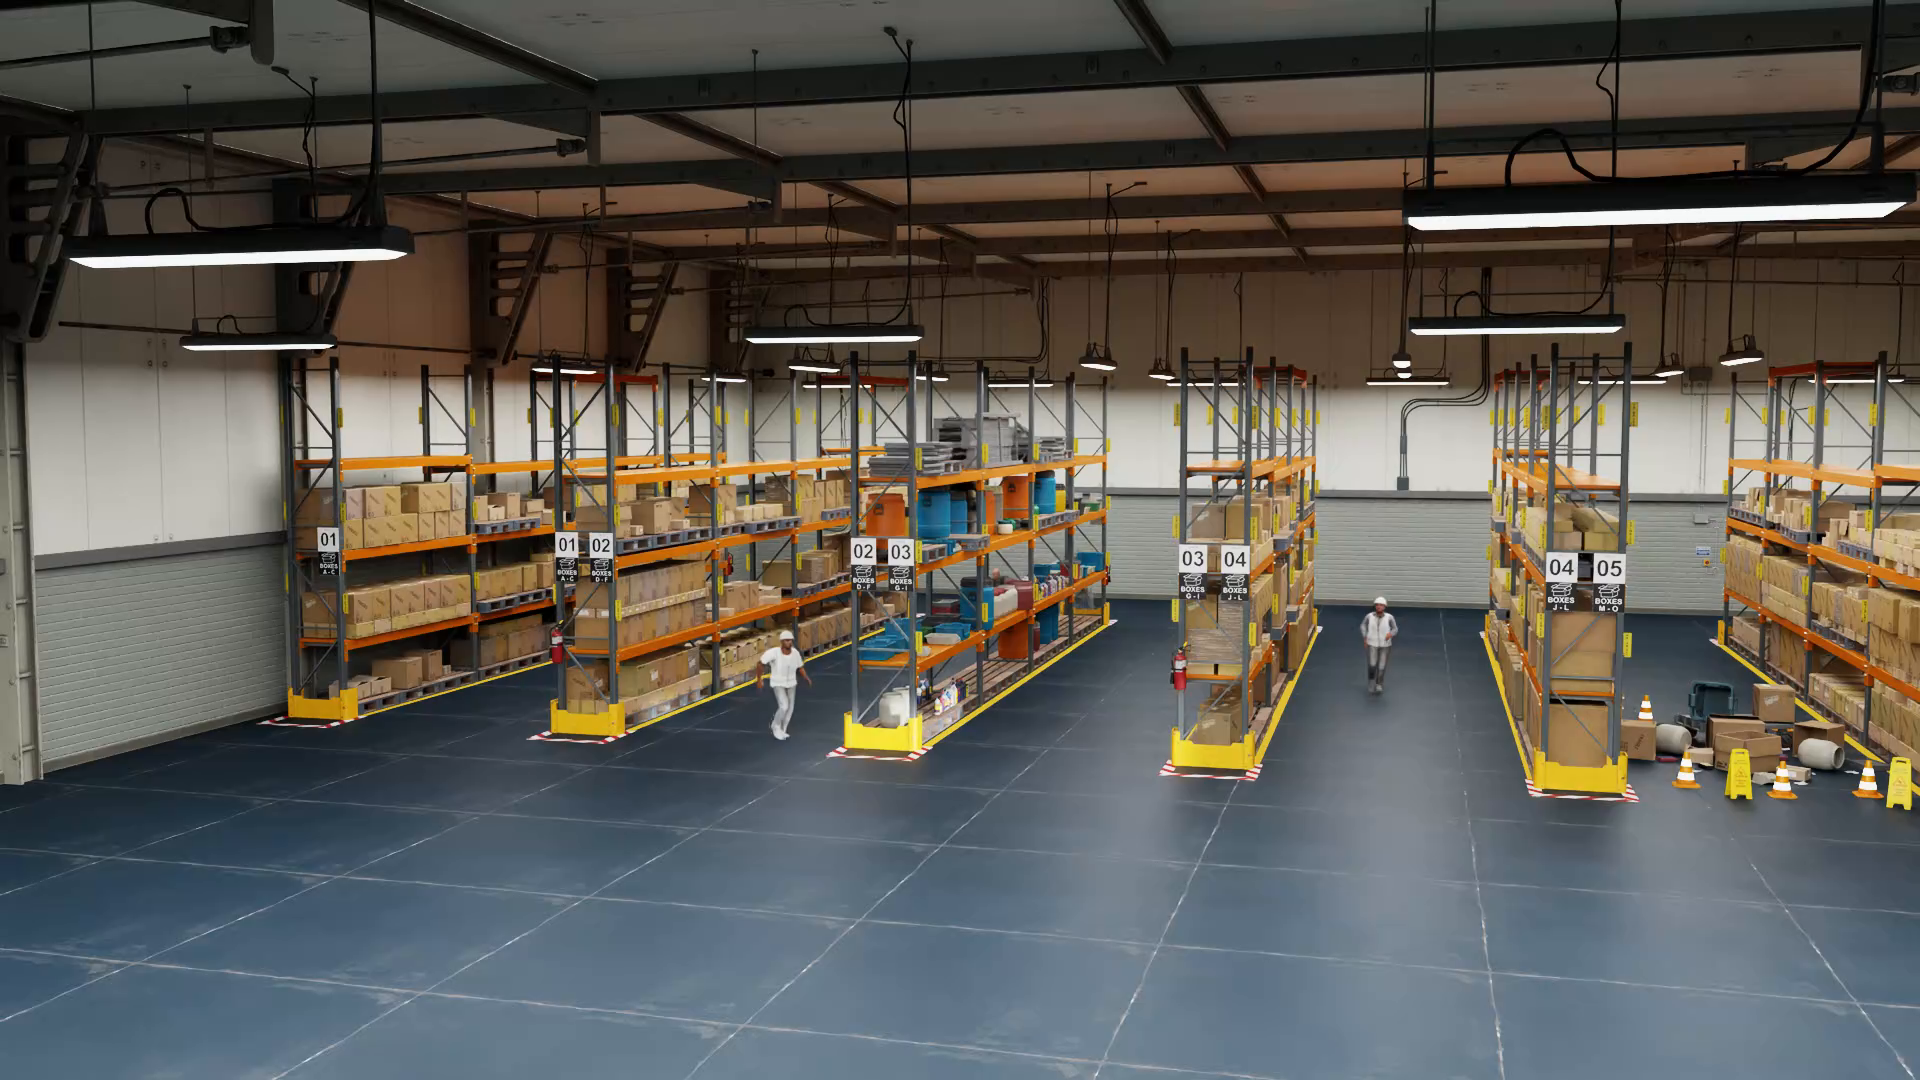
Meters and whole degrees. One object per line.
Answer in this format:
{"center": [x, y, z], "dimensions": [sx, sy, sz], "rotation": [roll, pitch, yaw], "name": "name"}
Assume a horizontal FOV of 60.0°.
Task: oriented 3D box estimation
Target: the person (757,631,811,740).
{"center": [-2.717, 2.255, 25.724], "dimensions": [0.708, 1.702, 0.737], "rotation": [-3, 5, -34], "name": "person"}

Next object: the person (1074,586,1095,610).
{"center": [3.062, 1.113, 41.595], "dimensions": [0.964, 1.613, 0.530], "rotation": [3, 5, 35], "name": "person"}

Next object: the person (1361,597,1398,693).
{"center": [7.607, 1.915, 30.145], "dimensions": [0.646, 1.760, 0.673], "rotation": [1, 4, 10], "name": "person"}

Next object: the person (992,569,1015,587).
{"center": [0.992, 1.416, 38.381], "dimensions": [0.680, 1.544, 0.816], "rotation": [3, 5, 37], "name": "person"}
